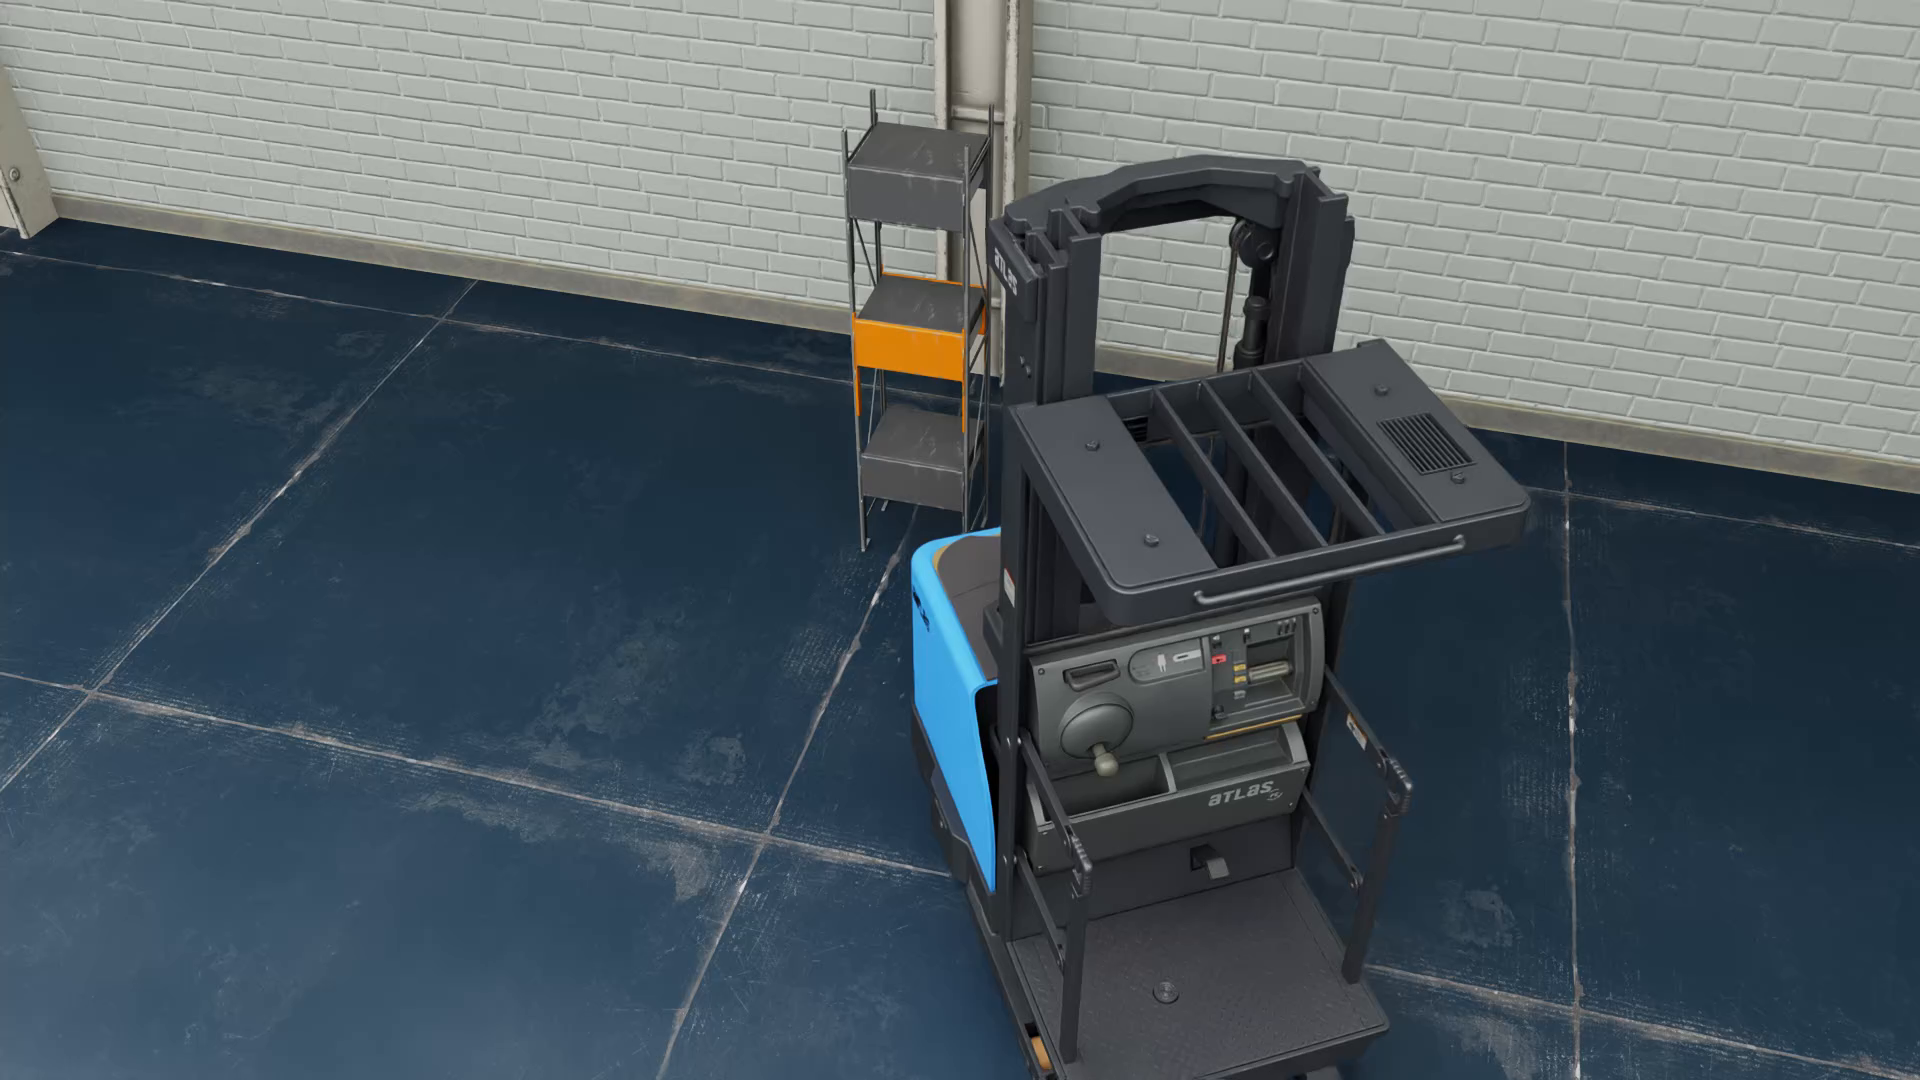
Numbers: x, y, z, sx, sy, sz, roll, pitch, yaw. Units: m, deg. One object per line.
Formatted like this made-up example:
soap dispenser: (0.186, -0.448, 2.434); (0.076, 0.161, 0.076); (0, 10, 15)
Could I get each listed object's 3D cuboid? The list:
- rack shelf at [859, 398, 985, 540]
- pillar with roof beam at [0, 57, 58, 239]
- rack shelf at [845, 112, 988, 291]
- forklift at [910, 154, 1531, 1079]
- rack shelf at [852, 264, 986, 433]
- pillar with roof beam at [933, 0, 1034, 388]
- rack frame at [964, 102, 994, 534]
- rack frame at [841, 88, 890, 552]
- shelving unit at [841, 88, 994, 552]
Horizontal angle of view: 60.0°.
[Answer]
rack shelf: (-0.160, -0.285, 7.566); (0.480, 0.518, 0.431); (10, 41, 11)
pillar with roof beam: (-6.799, -2.689, 3.954); (0.400, 9.000, 9.100); (10, 41, 11)
rack shelf: (-0.160, -1.357, 6.666); (0.480, 0.518, 0.431); (10, 41, 11)
forklift: (0.730, 0.525, 4.846); (1.130, 2.935, 3.031); (-11, 41, -13)
rack shelf: (-0.160, -0.821, 7.116); (0.480, 0.518, 0.431); (10, 41, 11)
pillar with roof beam: (-1.003, -1.691, 2.767); (0.400, 9.000, 9.100); (10, 41, 11)
rack frame: (0.076, -0.791, 7.059); (0.015, 2.100, 0.400); (10, 41, 11)
rack frame: (-0.396, -0.872, 7.156); (0.015, 2.100, 0.400); (10, 41, 11)
shelving unit: (-0.160, -0.832, 7.107); (0.503, 2.100, 0.431); (10, 41, 11)
